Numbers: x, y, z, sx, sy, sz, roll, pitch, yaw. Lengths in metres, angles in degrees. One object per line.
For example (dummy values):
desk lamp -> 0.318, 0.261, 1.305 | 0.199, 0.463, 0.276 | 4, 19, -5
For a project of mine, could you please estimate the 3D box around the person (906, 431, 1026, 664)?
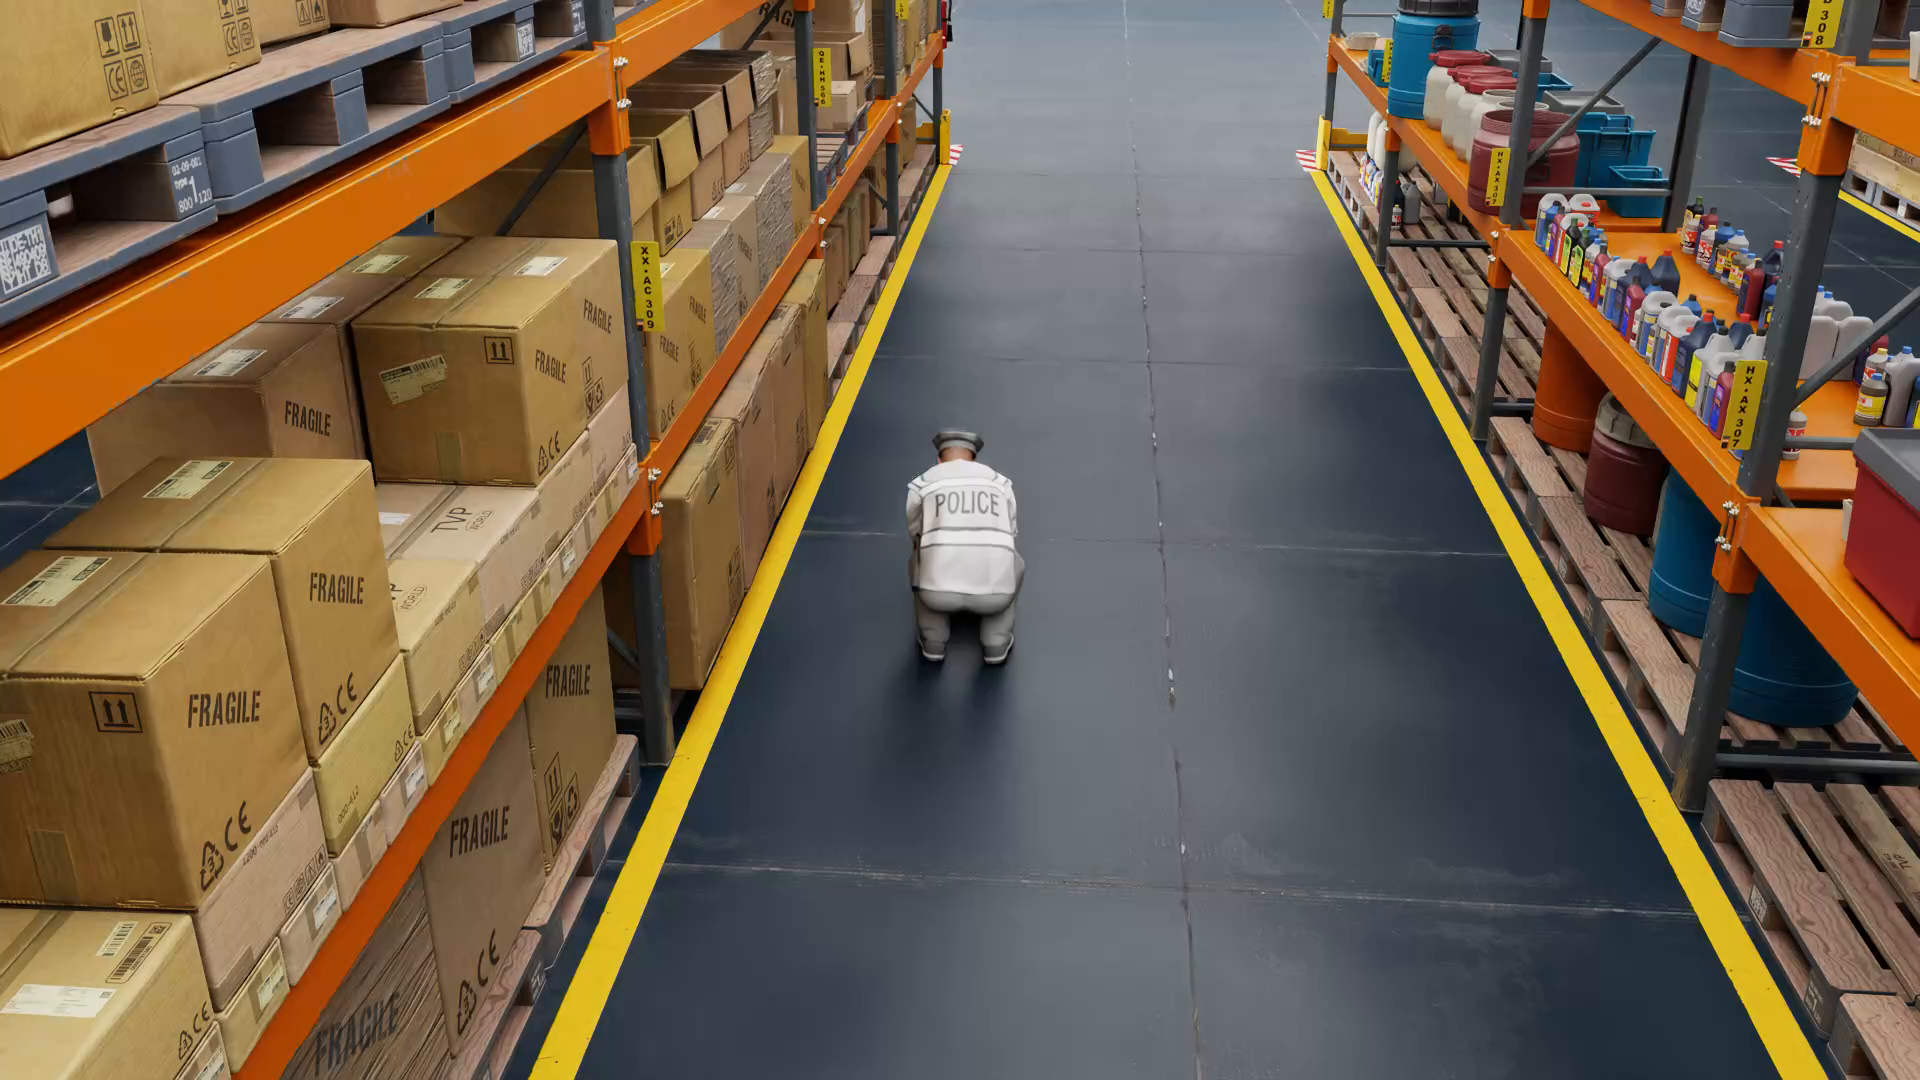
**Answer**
person -> 0.023, 0.036, 7.583 | 0.556, 0.903, 0.956 | 2, 24, 3
